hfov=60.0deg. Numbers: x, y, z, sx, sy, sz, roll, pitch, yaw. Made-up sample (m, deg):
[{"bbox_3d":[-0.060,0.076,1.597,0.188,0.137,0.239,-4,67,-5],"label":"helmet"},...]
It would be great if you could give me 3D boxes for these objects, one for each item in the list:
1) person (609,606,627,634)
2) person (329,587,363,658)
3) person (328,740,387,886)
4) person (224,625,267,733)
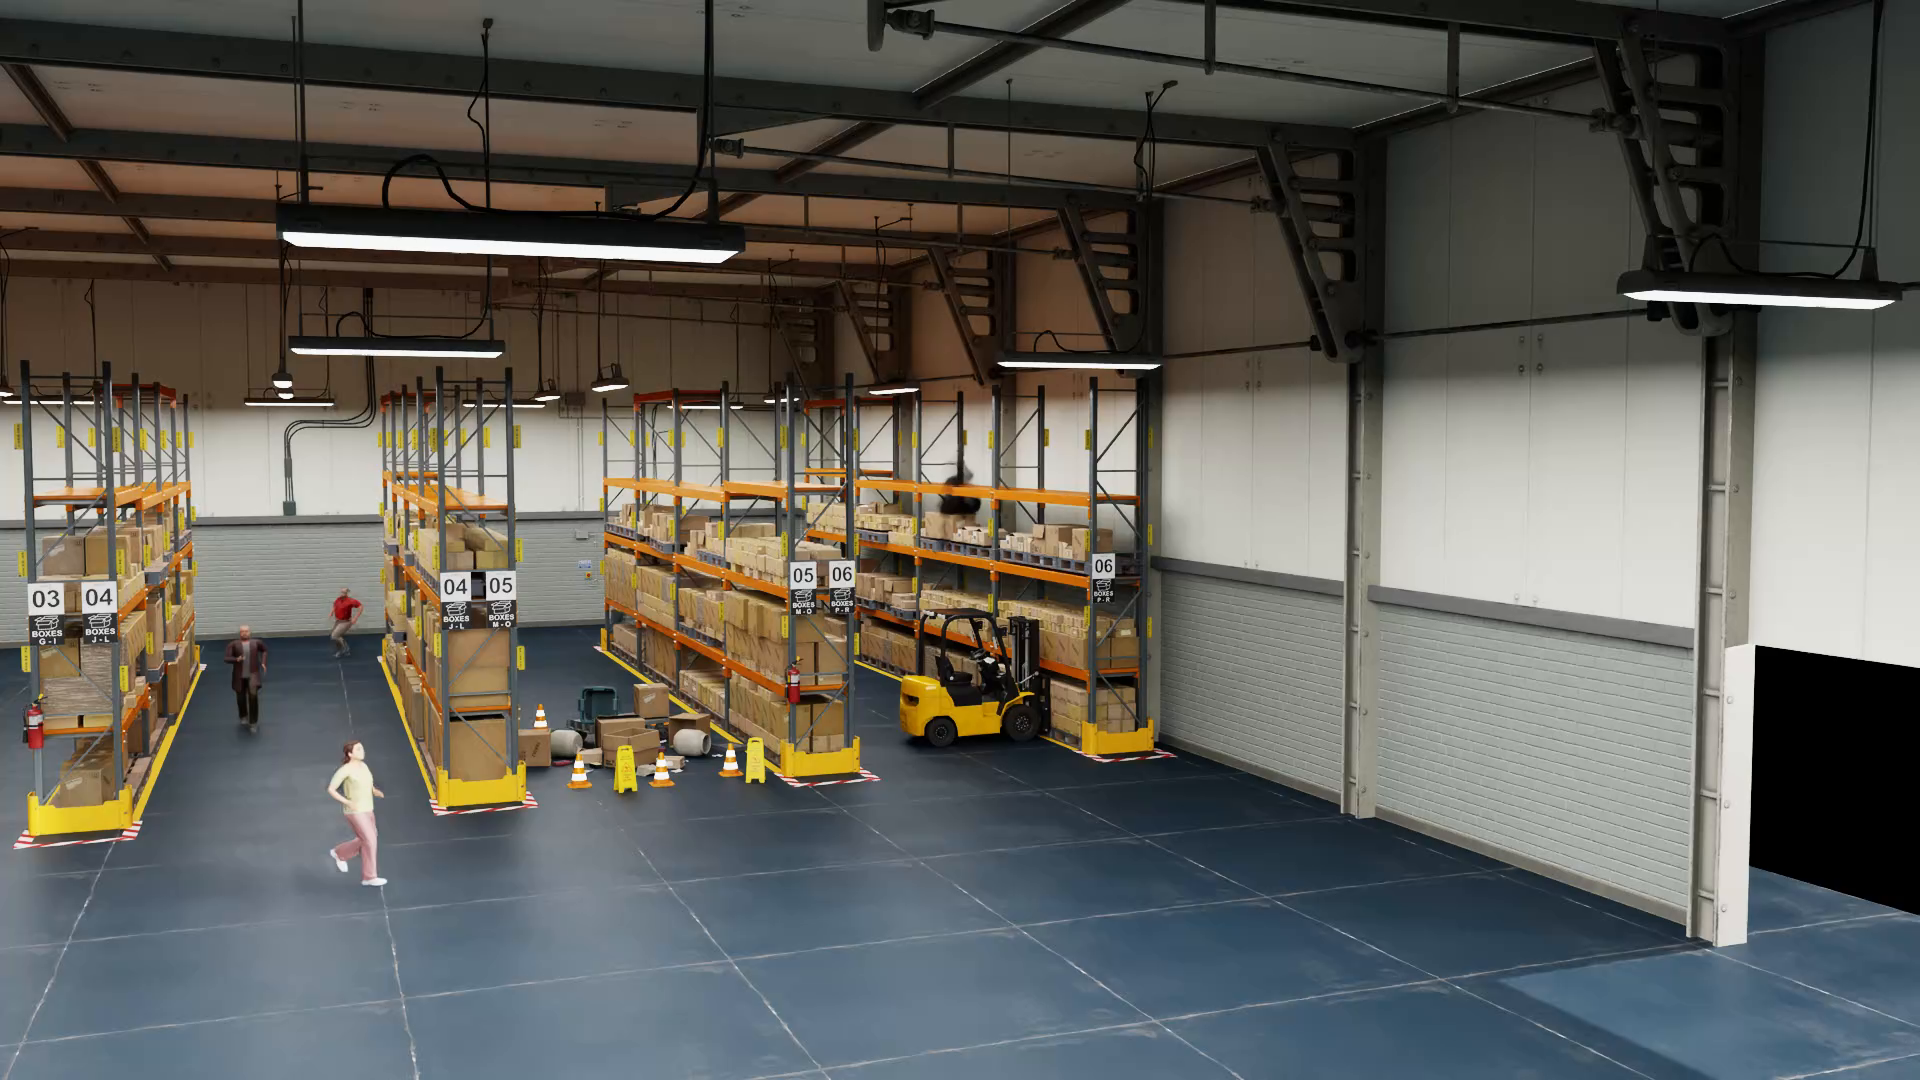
[{"bbox_3d":[-8.428,1.692,40.993,0.818,1.721,0.775,0,3,7],"label":"person"},{"bbox_3d":[-14.127,1.906,38.107,0.811,1.664,0.670,2,4,31],"label":"person"},{"bbox_3d":[-6.807,3.058,18.711,0.775,1.631,0.587,1,4,17],"label":"person"},{"bbox_3d":[-12.320,2.384,28.700,0.677,1.846,0.865,-1,4,-21],"label":"person"}]
